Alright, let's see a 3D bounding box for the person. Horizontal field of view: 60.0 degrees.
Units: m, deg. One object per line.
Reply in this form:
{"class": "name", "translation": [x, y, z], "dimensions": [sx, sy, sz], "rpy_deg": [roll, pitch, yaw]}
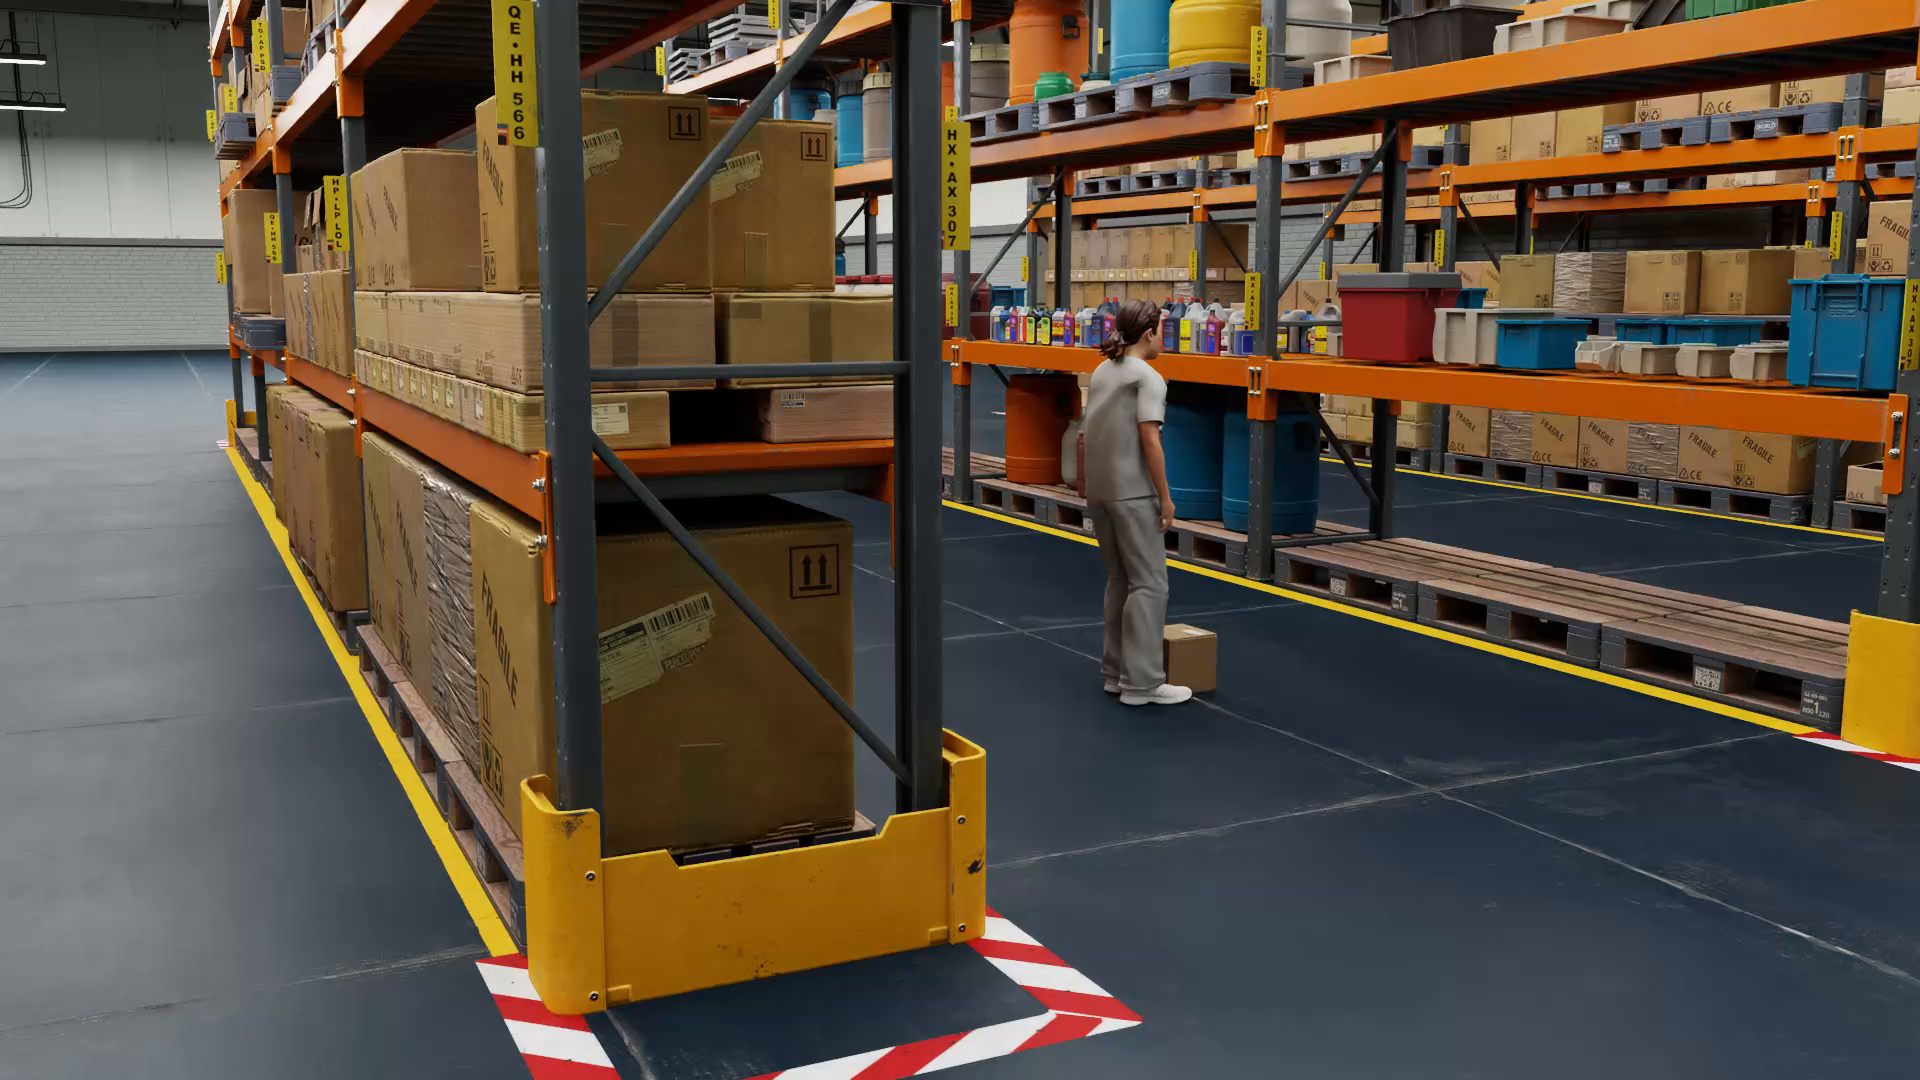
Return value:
{"class": "person", "translation": [0.741, -0.158, 6.977], "dimensions": [0.405, 1.648, 0.499], "rpy_deg": [-4, 10, -27]}
